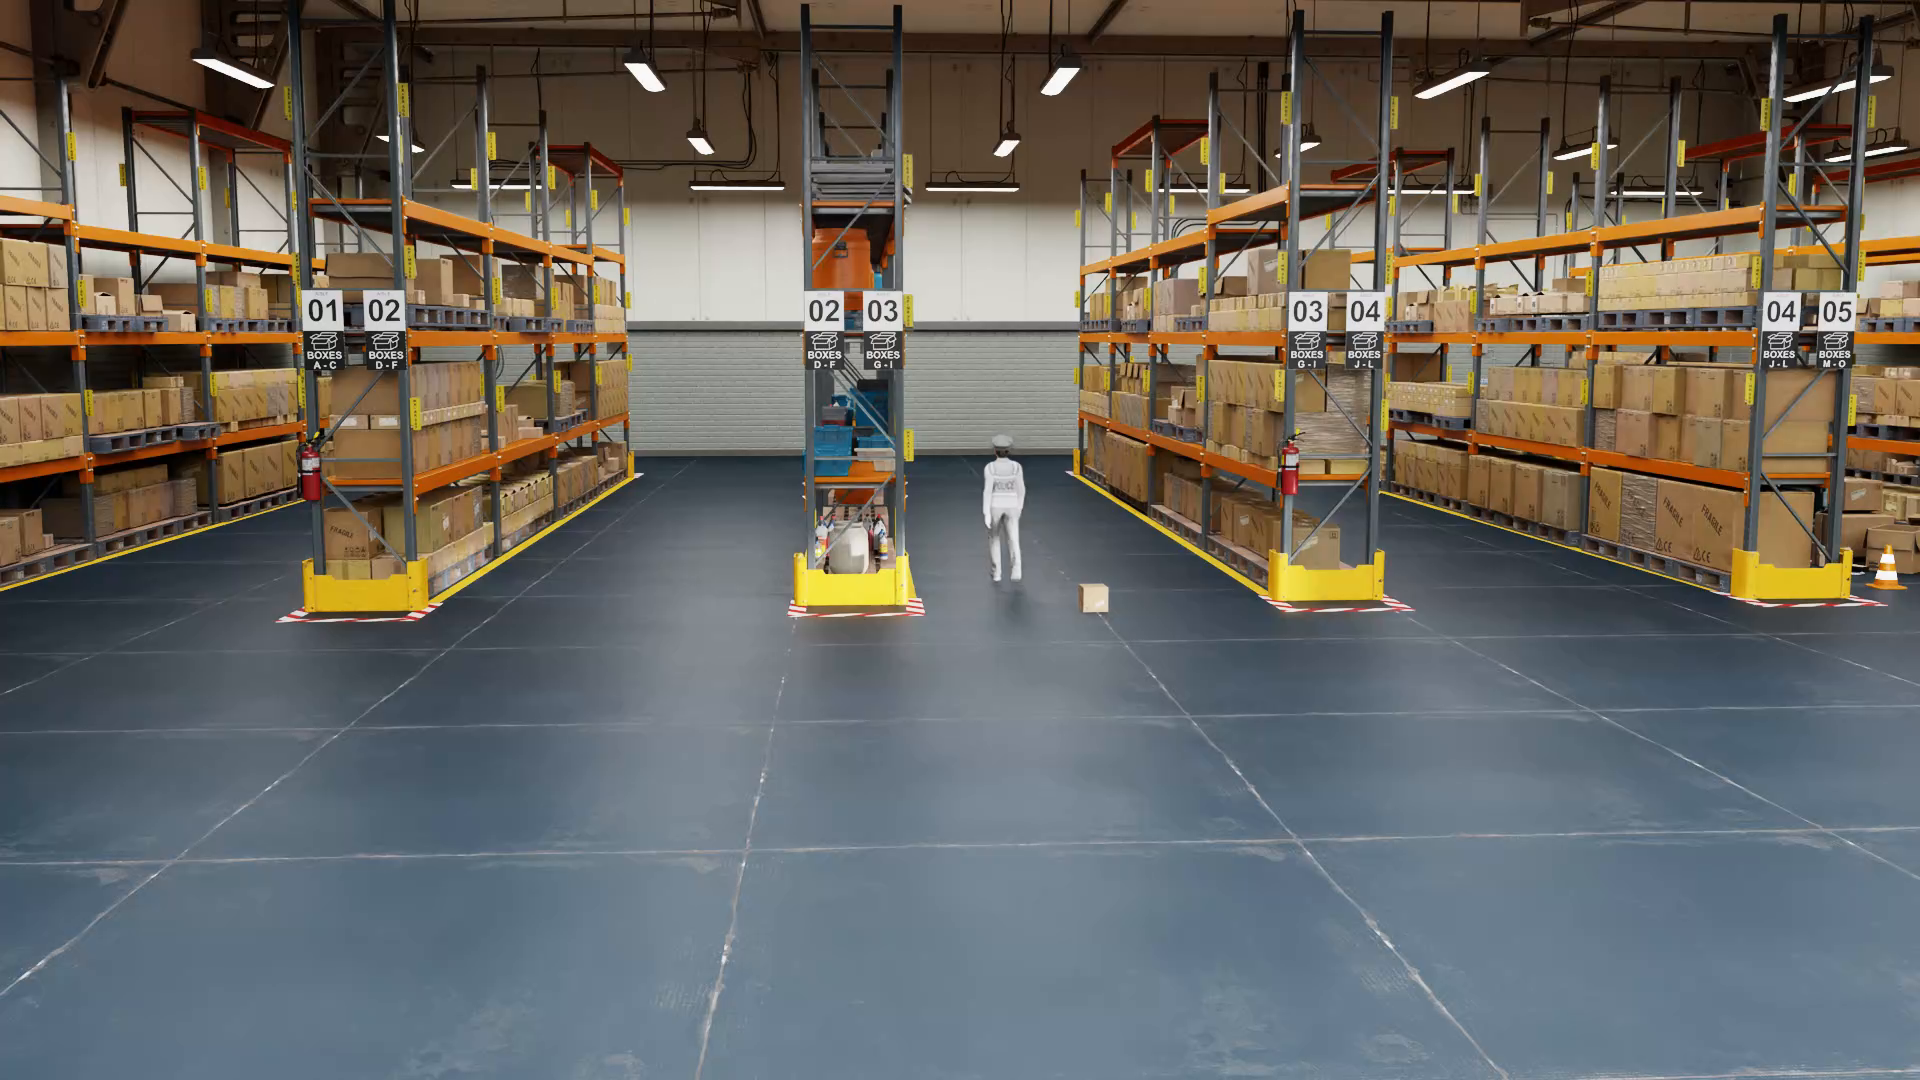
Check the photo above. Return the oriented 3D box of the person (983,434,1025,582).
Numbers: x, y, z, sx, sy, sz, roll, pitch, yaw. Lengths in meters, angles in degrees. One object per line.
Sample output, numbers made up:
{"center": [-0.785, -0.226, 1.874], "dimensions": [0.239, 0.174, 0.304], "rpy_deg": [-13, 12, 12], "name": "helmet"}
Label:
{"center": [0.487, -0.344, 18.384], "dimensions": [0.486, 1.642, 0.874], "rpy_deg": [-1, 7, -6], "name": "person"}
